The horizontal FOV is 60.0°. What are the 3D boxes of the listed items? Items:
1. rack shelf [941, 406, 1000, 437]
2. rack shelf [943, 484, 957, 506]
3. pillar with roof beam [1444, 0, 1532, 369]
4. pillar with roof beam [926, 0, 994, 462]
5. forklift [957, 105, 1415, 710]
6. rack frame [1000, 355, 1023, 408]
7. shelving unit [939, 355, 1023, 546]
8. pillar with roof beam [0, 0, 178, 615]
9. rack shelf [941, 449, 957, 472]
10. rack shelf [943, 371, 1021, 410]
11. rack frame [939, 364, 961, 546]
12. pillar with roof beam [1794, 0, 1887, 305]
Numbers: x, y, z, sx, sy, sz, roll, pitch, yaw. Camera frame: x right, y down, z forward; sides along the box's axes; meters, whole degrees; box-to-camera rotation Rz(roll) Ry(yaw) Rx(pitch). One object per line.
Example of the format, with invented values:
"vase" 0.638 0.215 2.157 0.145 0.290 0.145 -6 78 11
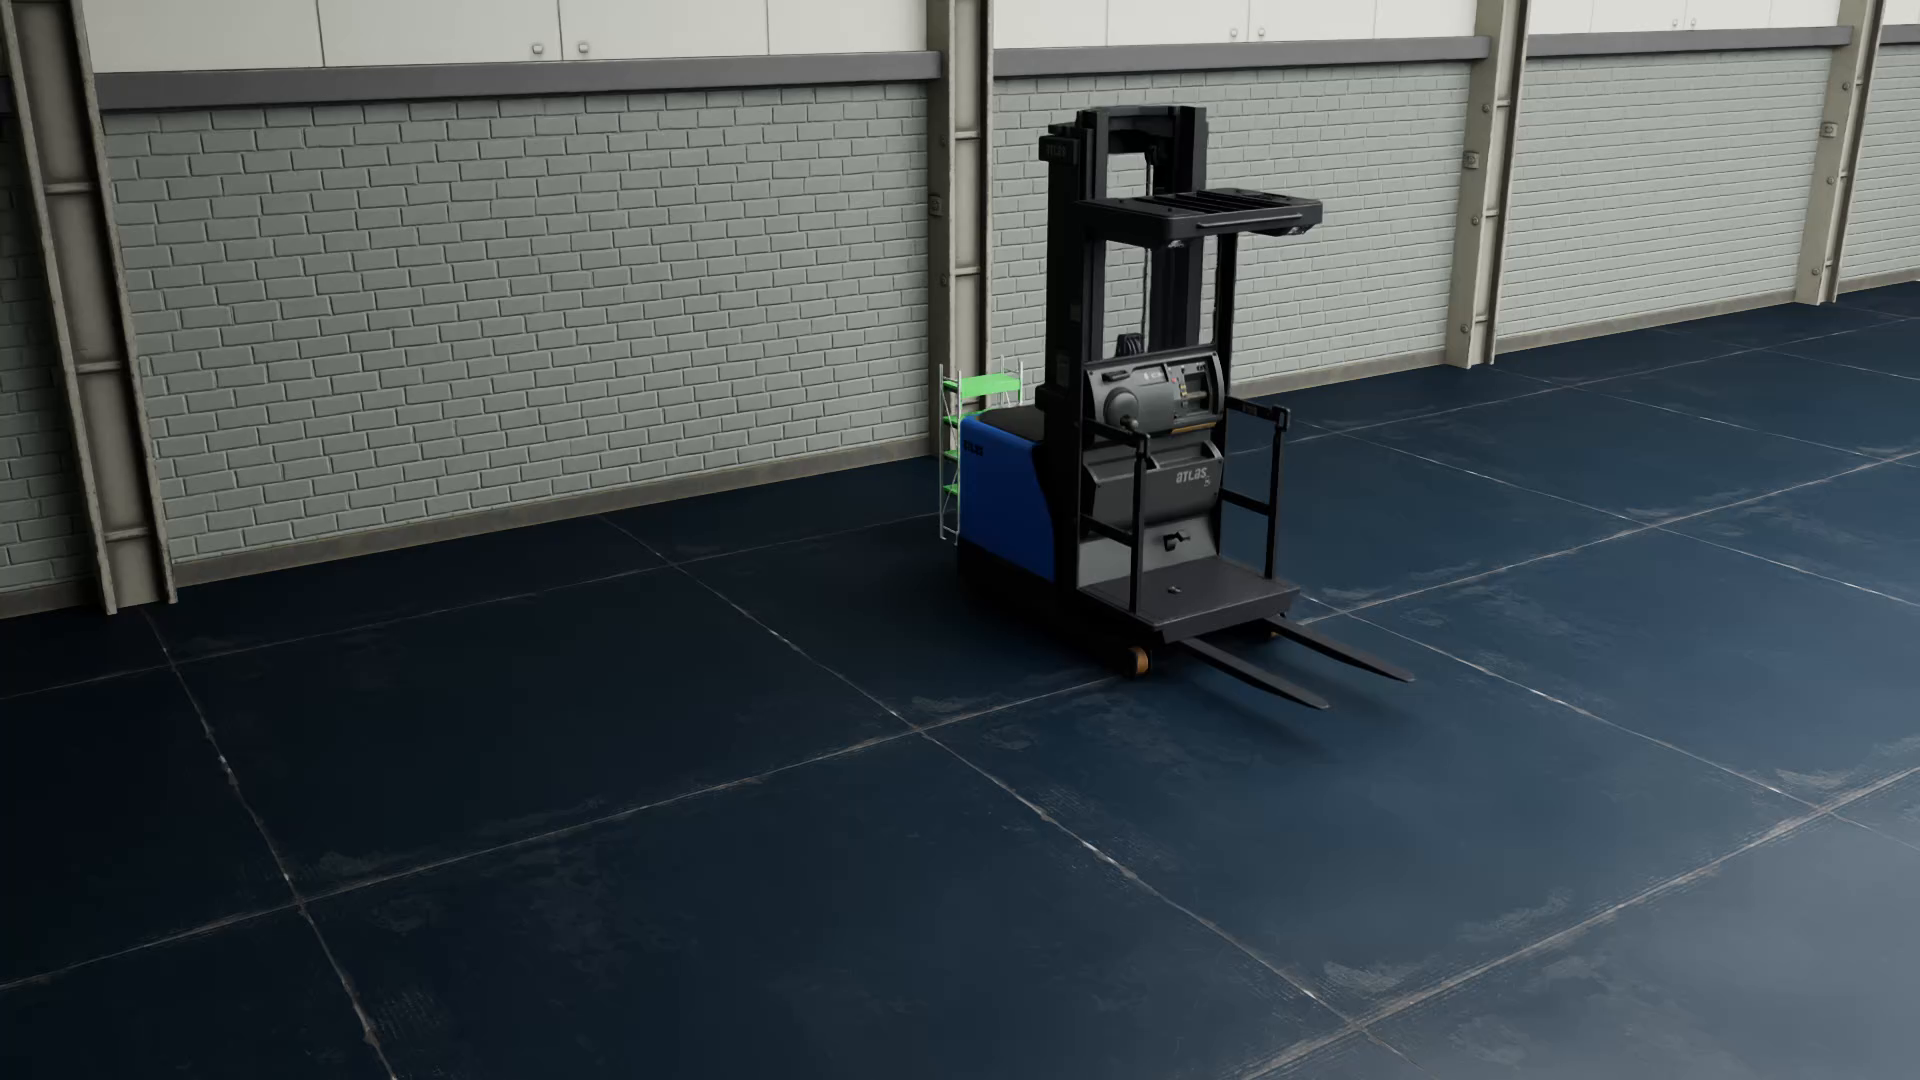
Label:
"rack shelf" 0.138 -0.764 11.082 0.480 0.148 0.258 -12 22 -31
"rack shelf" 0.138 -0.310 11.236 0.480 0.148 0.258 -12 22 -31
"pillar with roof beam" 7.379 -4.853 11.549 0.400 9.000 9.100 -12 22 -31
"pillar with roof beam" 2.368 -3.796 8.423 0.400 9.000 9.100 -12 22 -31
"forklift" 1.211 -0.817 9.086 1.130 2.935 3.031 -12 22 -31
"rack frame" 0.342 -0.641 11.266 0.015 1.200 0.240 -12 22 -31
"shelving unit" 0.138 -0.598 11.139 0.503 1.200 0.258 -12 22 -31
"pillar with roof beam" -2.643 -2.739 5.297 0.400 9.000 9.100 -12 22 -31
"rack shelf" 0.138 -0.537 11.159 0.480 0.148 0.258 -12 22 -31
"rack shelf" 0.138 -0.992 11.006 0.480 0.148 0.258 -12 22 -31
"rack frame" -0.066 -0.555 11.012 0.015 1.200 0.240 -12 22 -31
"pillar with roof beam" 12.390 -5.910 14.675 0.400 9.000 9.100 -12 22 -31
